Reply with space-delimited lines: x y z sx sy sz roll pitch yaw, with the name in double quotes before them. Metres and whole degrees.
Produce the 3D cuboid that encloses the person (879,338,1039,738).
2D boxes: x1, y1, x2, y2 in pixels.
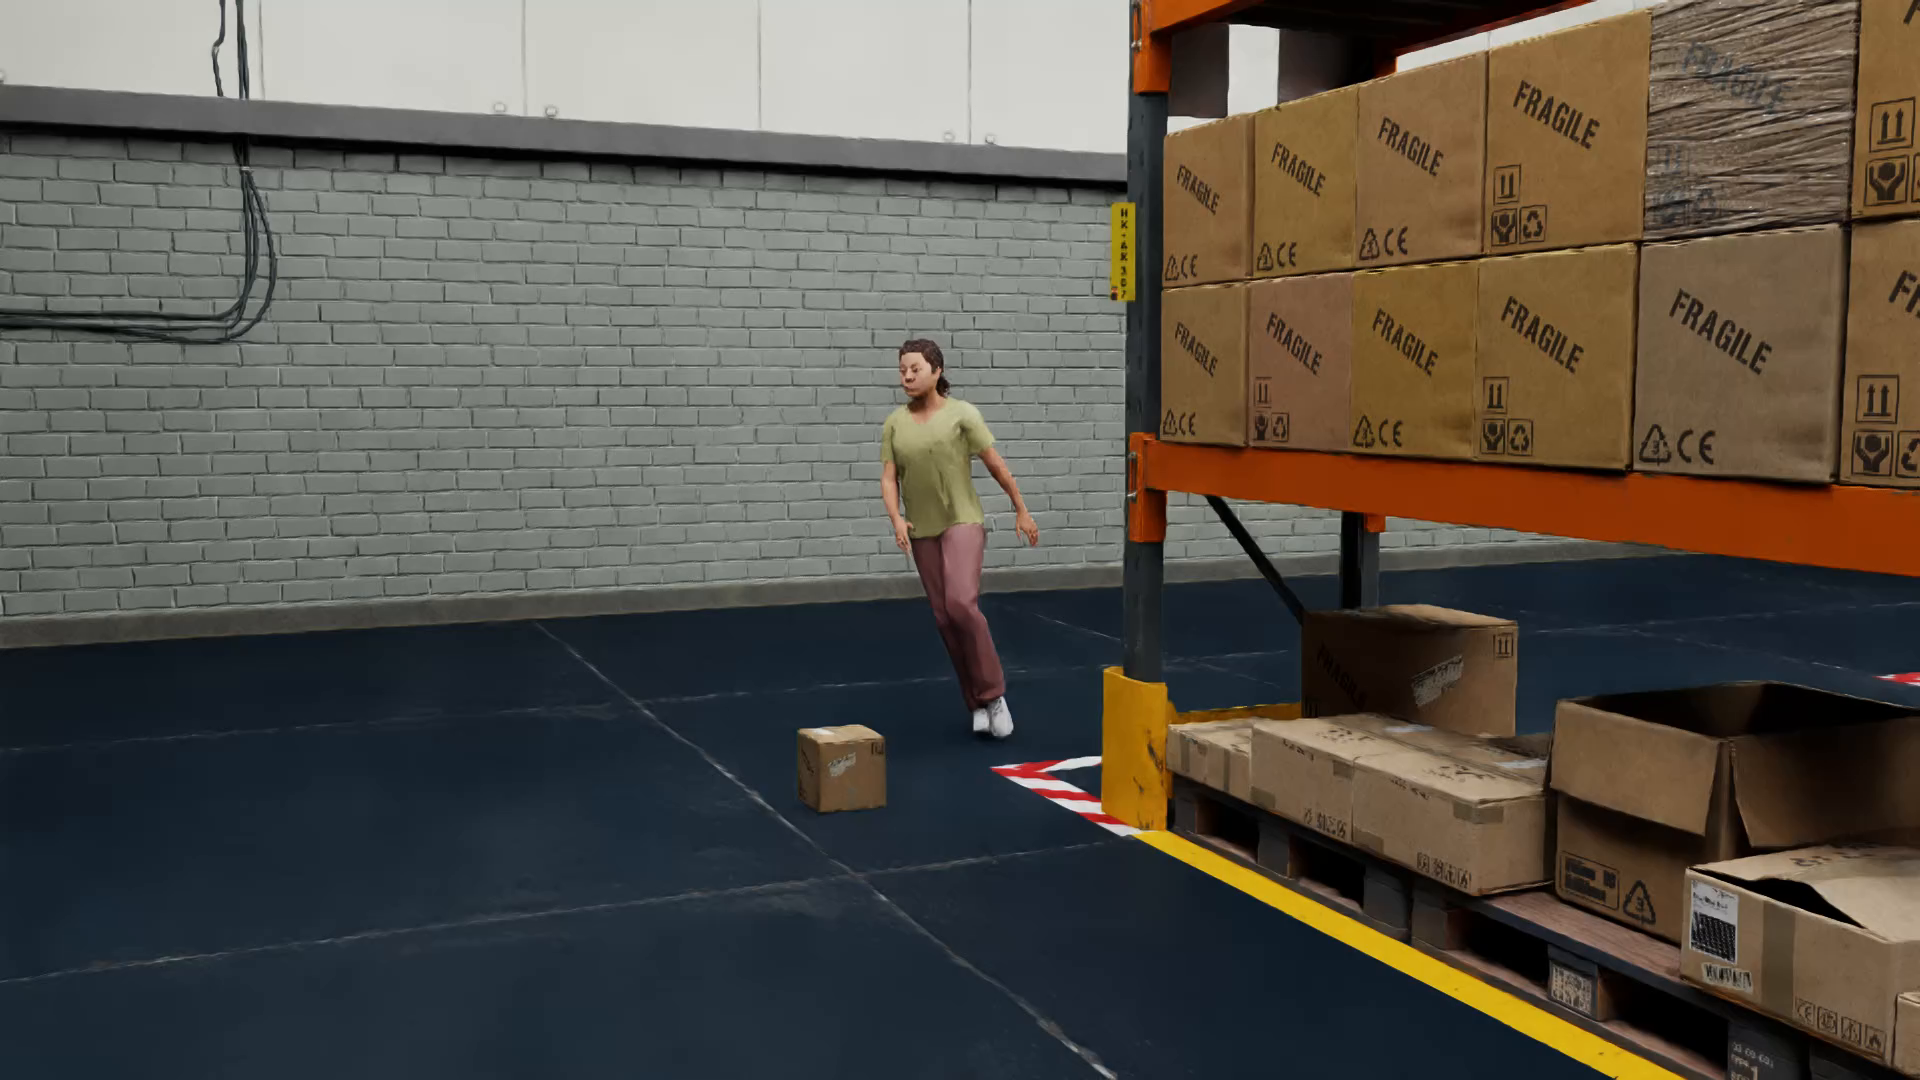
"person" -0.034 -0.015 6.959 0.651 1.650 0.478 2 6 17
